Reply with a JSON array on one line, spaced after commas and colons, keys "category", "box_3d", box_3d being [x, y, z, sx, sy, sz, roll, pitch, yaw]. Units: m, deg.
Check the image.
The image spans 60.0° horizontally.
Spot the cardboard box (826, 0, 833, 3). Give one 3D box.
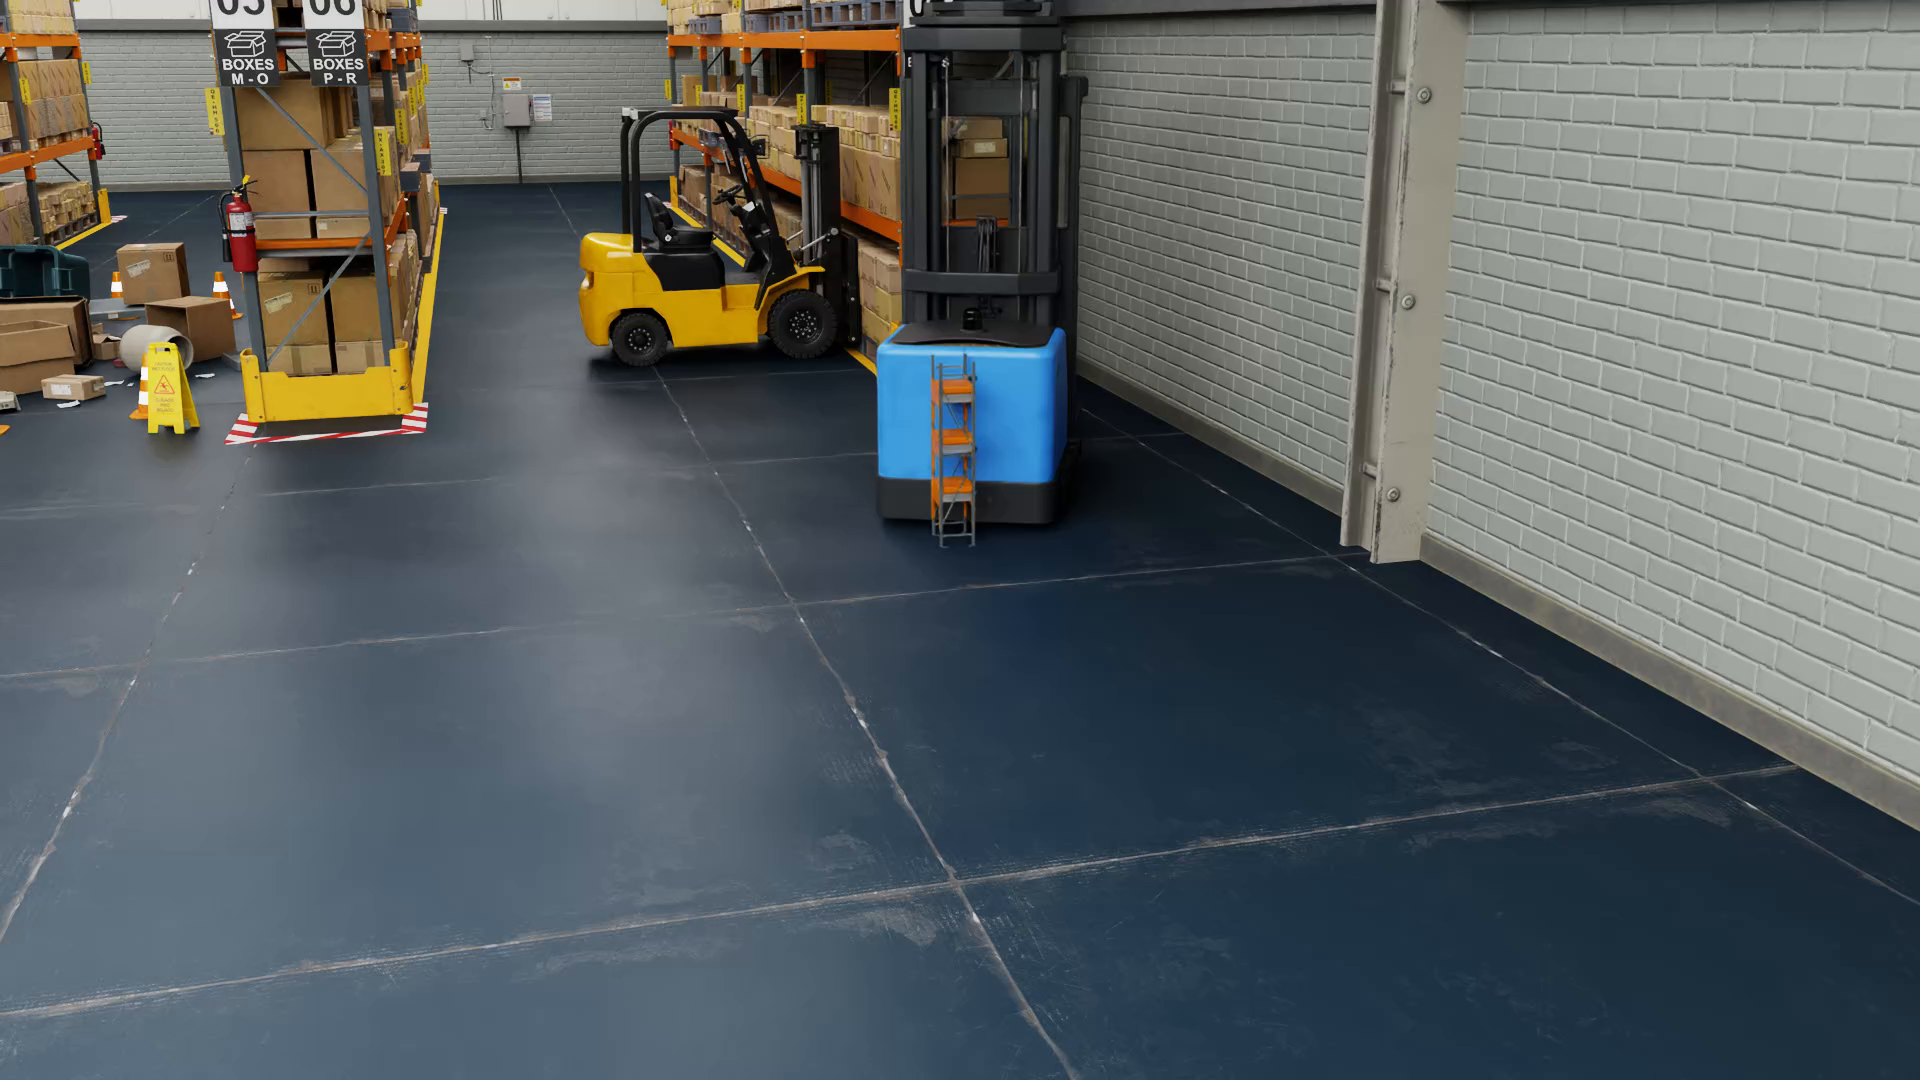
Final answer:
[{"category": "cardboard box", "box_3d": [-1.037, -5.082, 15.474, 0.380, 0.149, 0.250, -4, 17, -14]}]

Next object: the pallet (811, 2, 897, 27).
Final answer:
[{"category": "pallet", "box_3d": [-0.820, -5.037, 15.948, 1.003, 0.211, 1.213, -5, 17, -15]}]

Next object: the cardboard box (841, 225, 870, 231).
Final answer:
[{"category": "cardboard box", "box_3d": [-1.118, -2.939, 16.335, 0.500, 0.250, 0.500, -5, 17, -15]}]

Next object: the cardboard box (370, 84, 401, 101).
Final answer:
[{"category": "cardboard box", "box_3d": [-5.640, -4.344, 16.150, 0.380, 0.149, 0.250, -5, 17, -15]}]

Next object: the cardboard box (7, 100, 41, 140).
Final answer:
[{"category": "cardboard box", "box_3d": [-12.675, -5.624, 22.271, 0.500, 0.500, 0.500, -5, 17, -16]}]

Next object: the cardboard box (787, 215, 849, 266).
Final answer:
[{"category": "cardboard box", "box_3d": [-1.440, -3.300, 18.620, 0.875, 0.625, 0.625, -5, 17, -16]}]

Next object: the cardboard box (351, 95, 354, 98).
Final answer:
[{"category": "cardboard box", "box_3d": [-6.617, -4.410, 17.498, 0.500, 0.500, 0.500, -5, 18, -17]}]

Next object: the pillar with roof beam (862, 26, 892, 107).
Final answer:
[{"category": "pillar with roof beam", "box_3d": [-5.093, -7.227, 17.869, 9.100, 9.000, 0.400, -5, 17, -15]}]

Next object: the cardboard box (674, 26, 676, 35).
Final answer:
[{"category": "cardboard box", "box_3d": [-4.393, -8.186, 26.713, 0.380, 0.149, 0.250, -4, 17, -14]}]

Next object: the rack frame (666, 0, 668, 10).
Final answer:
[{"category": "rack frame", "box_3d": [-4.378, -10.070, 27.332, 1.000, 3.000, 0.127, -5, 17, -15]}]

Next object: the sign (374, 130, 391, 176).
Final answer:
[{"category": "sign", "box_3d": [-4.230, -2.835, 12.170, 0.100, 0.325, 0.005, -5, 17, -15]}]

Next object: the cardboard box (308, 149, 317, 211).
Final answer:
[{"category": "cardboard box", "box_3d": [-5.299, -2.835, 12.984, 0.500, 0.500, 0.500, -5, 17, -15]}]

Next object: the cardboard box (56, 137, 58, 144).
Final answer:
[{"category": "cardboard box", "box_3d": [-13.072, -5.692, 23.624, 0.380, 0.149, 0.250, -4, 17, -13]}]

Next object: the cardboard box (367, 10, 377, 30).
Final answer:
[{"category": "cardboard box", "box_3d": [-4.890, -4.168, 13.336, 0.380, 0.149, 0.250, -4, 17, -15]}]

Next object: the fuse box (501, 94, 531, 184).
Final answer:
[{"category": "fuse box", "box_3d": [-8.661, -7.869, 32.676, 0.539, 1.711, 0.414, -5, 17, -15]}]

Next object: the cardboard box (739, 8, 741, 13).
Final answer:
[{"category": "cardboard box", "box_3d": [-2.560, -6.691, 20.868, 0.380, 0.149, 0.250, -5, 17, -17]}]

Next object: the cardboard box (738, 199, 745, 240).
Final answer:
[{"category": "cardboard box", "box_3d": [-2.629, -4.227, 21.924, 0.500, 0.500, 0.500, -5, 17, -16]}]

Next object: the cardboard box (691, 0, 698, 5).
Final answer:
[{"category": "cardboard box", "box_3d": [-3.618, -7.680, 23.608, 0.380, 0.149, 0.250, -4, 17, -14]}]

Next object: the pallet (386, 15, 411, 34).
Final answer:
[{"category": "pallet", "box_3d": [-7.178, -6.110, 19.693, 1.213, 0.211, 1.003, -4, 17, -13]}]

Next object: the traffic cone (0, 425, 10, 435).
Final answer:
[{"category": "traffic cone", "box_3d": [-7.084, -0.997, 11.968, 0.336, 0.463, 0.334, -5, 17, -15]}]

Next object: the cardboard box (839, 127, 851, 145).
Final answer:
[{"category": "cardboard box", "box_3d": [-0.921, -3.770, 15.488, 0.380, 0.149, 0.250, -5, 18, -17]}]

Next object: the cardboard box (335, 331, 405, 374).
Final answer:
[{"category": "cardboard box", "box_3d": [-4.708, -1.506, 13.303, 0.500, 0.250, 0.500, -5, 17, -16]}]

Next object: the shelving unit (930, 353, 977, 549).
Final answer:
[{"category": "shelving unit", "box_3d": [-0.038, -0.495, 9.276, 0.215, 1.050, 0.252, -3, 17, -11]}]

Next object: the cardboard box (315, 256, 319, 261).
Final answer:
[{"category": "cardboard box", "box_3d": [-5.525, -2.371, 13.751, 0.380, 0.149, 0.250, -4, 17, -13]}]

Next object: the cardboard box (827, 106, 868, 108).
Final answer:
[{"category": "cardboard box", "box_3d": [-1.102, -4.203, 16.410, 0.380, 0.149, 0.250, -4, 17, -14]}]

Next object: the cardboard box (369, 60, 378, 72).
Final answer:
[{"category": "cardboard box", "box_3d": [-8.409, -6.675, 23.422, 0.380, 0.149, 0.250, -4, 17, -14]}]

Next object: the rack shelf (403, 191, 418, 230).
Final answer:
[{"category": "rack shelf", "box_3d": [-6.401, -3.692, 17.780, 1.077, 0.370, 4.000, -5, 17, -15]}]

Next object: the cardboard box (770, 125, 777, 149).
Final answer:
[{"category": "cardboard box", "box_3d": [-1.864, -4.585, 18.893, 0.500, 0.250, 0.500, -4, 17, -14]}]

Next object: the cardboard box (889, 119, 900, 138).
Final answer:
[{"category": "cardboard box", "box_3d": [-0.379, -3.420, 13.804, 0.380, 0.149, 0.250, -5, 17, -15]}]

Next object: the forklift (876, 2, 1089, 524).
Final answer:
[{"category": "forklift", "box_3d": [0.226, -1.873, 10.593, 1.130, 2.935, 3.031, 2, 17, 8]}]

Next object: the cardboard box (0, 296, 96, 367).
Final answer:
[{"category": "cardboard box", "box_3d": [-7.934, -1.790, 14.301, 0.797, 0.637, 0.503, -5, 17, -15]}]

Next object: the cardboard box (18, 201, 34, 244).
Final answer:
[{"category": "cardboard box", "box_3d": [-12.336, -4.096, 21.490, 0.500, 0.500, 0.500, -5, 17, -16]}]

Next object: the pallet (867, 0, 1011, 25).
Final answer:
[{"category": "pallet", "box_3d": [-0.150, -4.363, 13.701, 1.003, 0.211, 1.213, -5, 17, -15]}]

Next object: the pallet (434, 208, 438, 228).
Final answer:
[{"category": "pallet", "box_3d": [-8.522, -4.916, 25.449, 1.003, 0.211, 1.213, -5, 17, -15]}]

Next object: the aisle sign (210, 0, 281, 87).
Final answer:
[{"category": "aisle sign", "box_3d": [-5.014, -3.582, 11.644, 0.394, 0.787, 0.004, -5, 17, -15]}]

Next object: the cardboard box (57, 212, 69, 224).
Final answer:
[{"category": "cardboard box", "box_3d": [-12.968, -4.595, 23.760, 0.380, 0.149, 0.250, -5, 17, -17]}]

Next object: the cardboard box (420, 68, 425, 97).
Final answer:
[{"category": "cardboard box", "box_3d": [-8.616, -7.073, 25.872, 0.500, 0.500, 0.500, -5, 17, -15]}]

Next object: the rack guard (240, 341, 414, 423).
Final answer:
[{"category": "rack guard", "box_3d": [-4.773, -1.201, 12.581, 1.175, 0.500, 0.348, -5, 17, -15]}]

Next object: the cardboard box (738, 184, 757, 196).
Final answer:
[{"category": "cardboard box", "box_3d": [-2.791, -4.710, 22.404, 0.380, 0.149, 0.250, -5, 17, -16]}]

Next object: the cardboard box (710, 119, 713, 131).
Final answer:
[{"category": "cardboard box", "box_3d": [-3.265, -5.812, 23.090, 0.396, 0.266, 0.258, -4, 17, -13]}]

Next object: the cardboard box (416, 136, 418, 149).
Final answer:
[{"category": "cardboard box", "box_3d": [-7.425, -5.238, 21.938, 0.500, 0.250, 0.500, -5, 17, -17]}]

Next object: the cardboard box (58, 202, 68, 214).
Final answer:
[{"category": "cardboard box", "box_3d": [-12.964, -4.736, 23.713, 0.380, 0.149, 0.250, -5, 17, -16]}]

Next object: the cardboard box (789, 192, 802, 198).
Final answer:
[{"category": "cardboard box", "box_3d": [-2.023, -4.467, 21.597, 0.380, 0.149, 0.250, -4, 17, -12]}]

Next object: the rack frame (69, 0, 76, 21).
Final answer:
[{"category": "rack frame", "box_3d": [-13.881, -9.257, 24.626, 1.000, 3.000, 0.127, -5, 17, -15]}]

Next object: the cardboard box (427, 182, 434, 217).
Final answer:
[{"category": "cardboard box", "box_3d": [-8.366, -5.100, 24.941, 0.875, 0.438, 0.875, -5, 17, -17]}]

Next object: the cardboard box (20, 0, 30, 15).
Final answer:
[{"category": "cardboard box", "box_3d": [-12.815, -7.172, 22.291, 0.500, 0.250, 0.500, -5, 17, -15]}]

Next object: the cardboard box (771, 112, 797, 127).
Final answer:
[{"category": "cardboard box", "box_3d": [-1.914, -4.731, 18.686, 0.380, 0.149, 0.250, -5, 17, -17]}]

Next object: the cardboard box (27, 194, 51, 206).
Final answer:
[{"category": "cardboard box", "box_3d": [-12.906, -4.727, 23.165, 0.380, 0.149, 0.250, -5, 17, -17]}]

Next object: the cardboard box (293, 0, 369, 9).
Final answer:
[{"category": "cardboard box", "box_3d": [-4.634, -4.045, 12.232, 0.500, 0.250, 0.500, -5, 17, -16]}]

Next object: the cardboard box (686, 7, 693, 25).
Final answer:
[{"category": "cardboard box", "box_3d": [-3.805, -7.854, 24.913, 0.500, 0.250, 0.500, -5, 18, -17]}]

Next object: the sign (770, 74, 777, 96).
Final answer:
[{"category": "sign", "box_3d": [-2.746, -6.689, 24.495, 0.100, 0.325, 0.005, -5, 17, -15]}]

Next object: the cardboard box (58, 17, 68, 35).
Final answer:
[{"category": "cardboard box", "box_3d": [-13.354, -7.503, 24.262, 0.500, 0.250, 0.500, -5, 17, -15]}]
